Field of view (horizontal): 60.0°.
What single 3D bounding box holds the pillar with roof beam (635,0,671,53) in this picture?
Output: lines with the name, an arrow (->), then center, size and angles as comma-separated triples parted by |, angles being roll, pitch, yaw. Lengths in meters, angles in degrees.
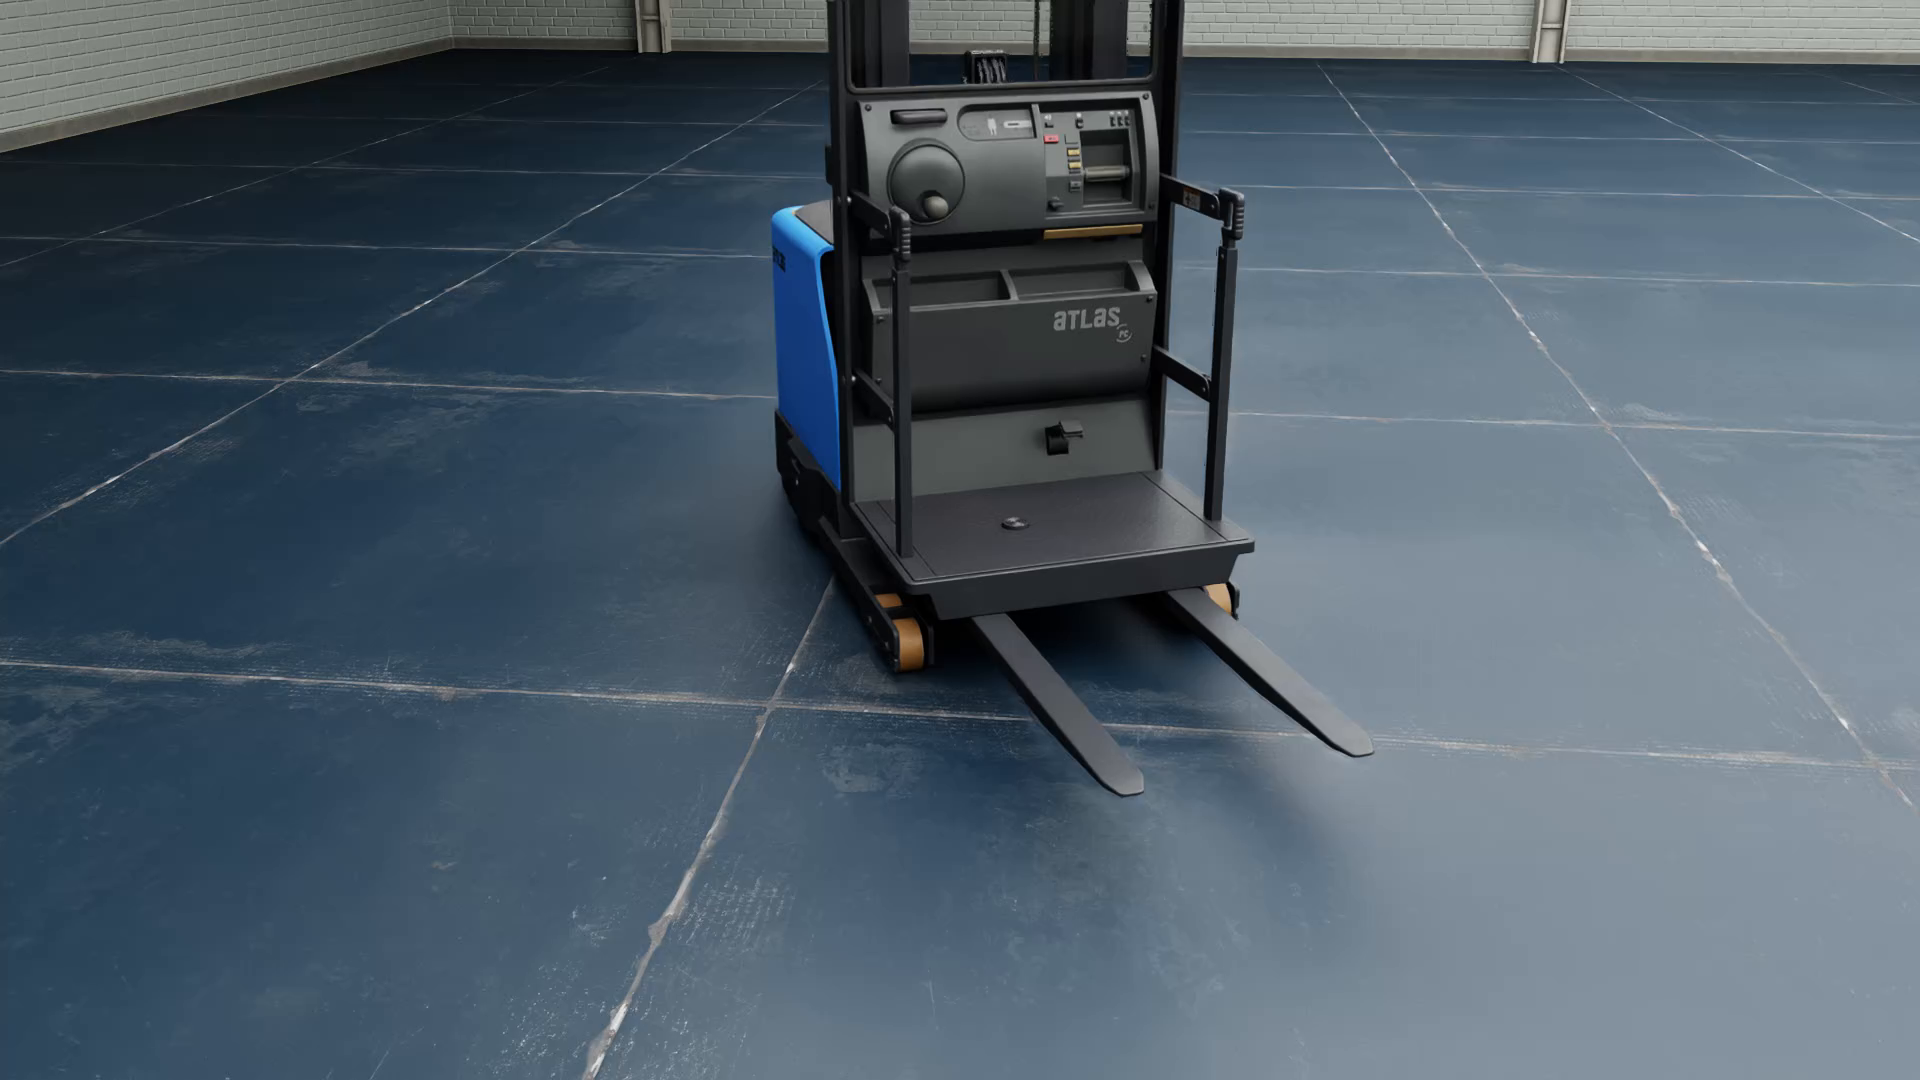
pillar with roof beam -> -4.745, -9.404, 17.487 | 0.400, 9.000, 9.100 | 2, 22, 6

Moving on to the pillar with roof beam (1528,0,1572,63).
pillar with roof beam -> 7.172, -8.885, 16.174 | 0.400, 9.000, 9.100 | 2, 22, 6

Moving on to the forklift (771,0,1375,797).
forklift -> 0.226, -1.133, 4.819 | 1.130, 2.935, 3.031 | -7, 23, -17
